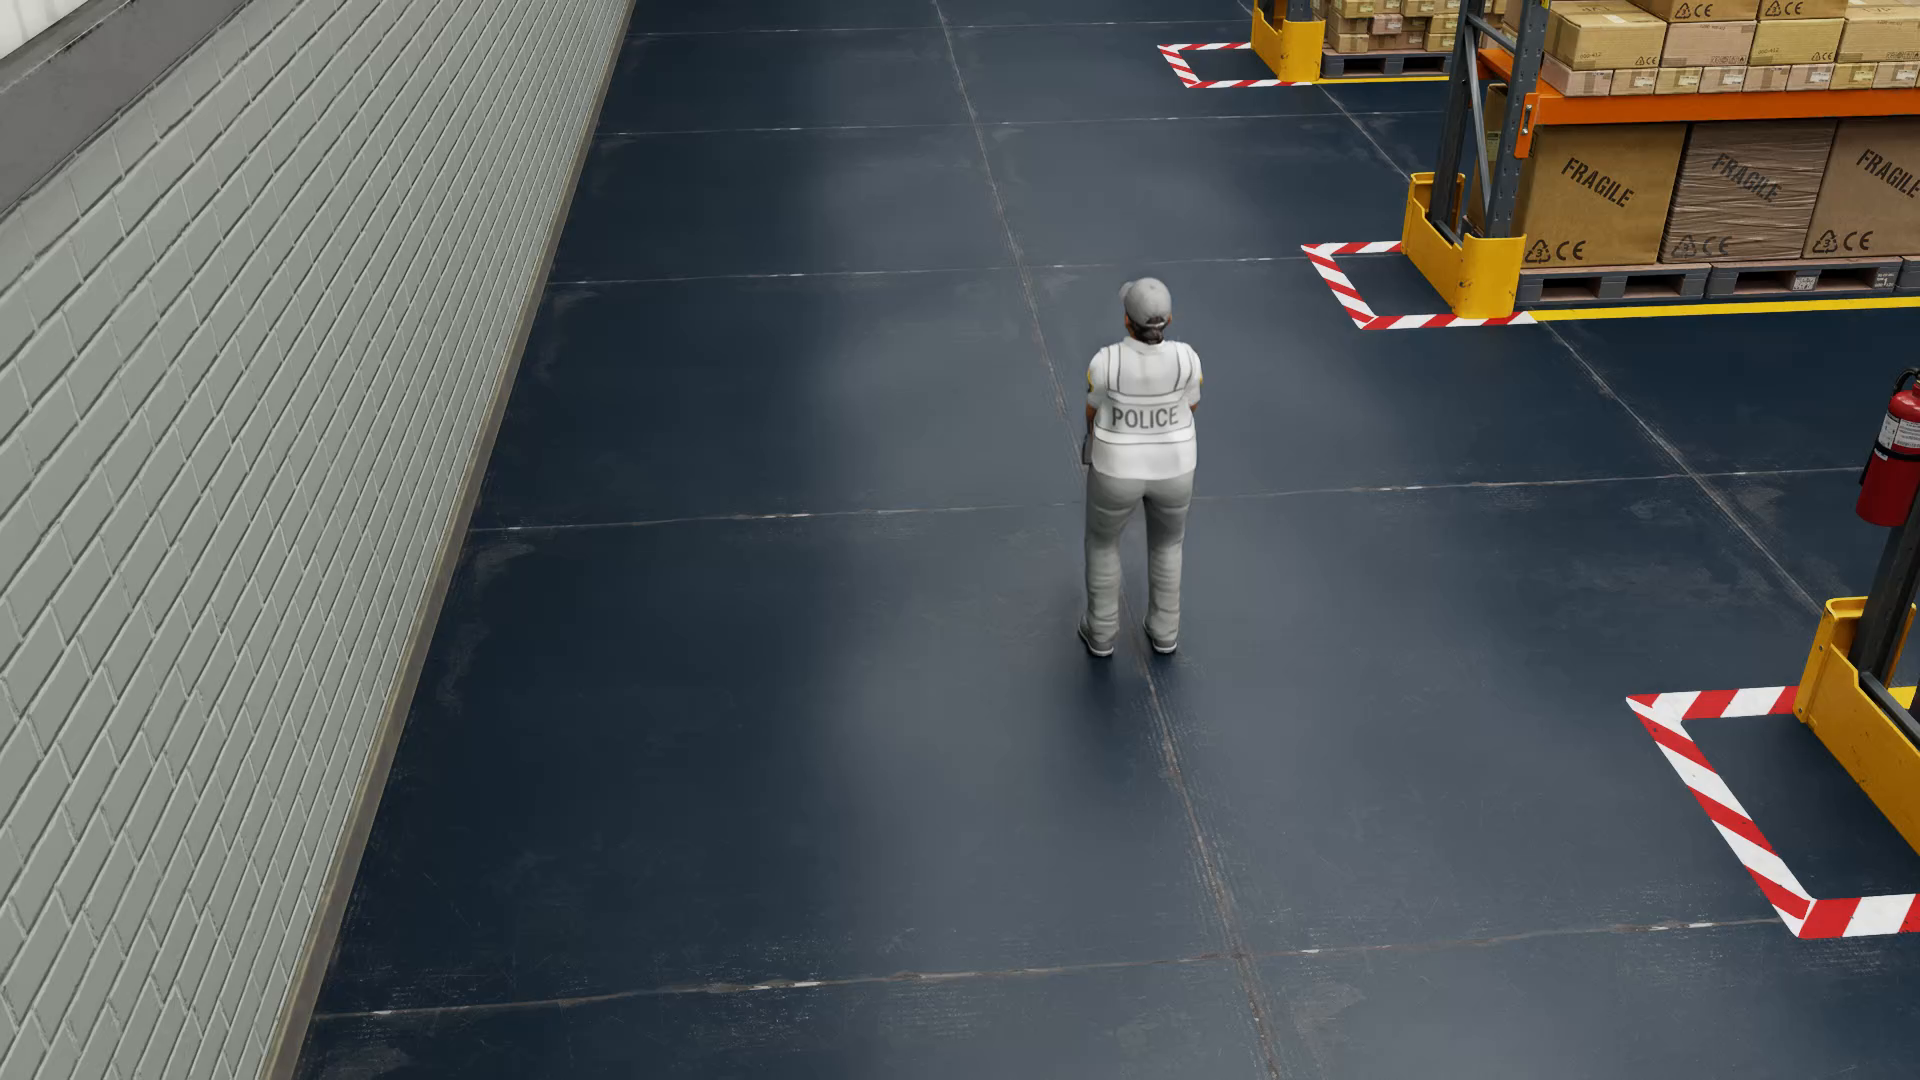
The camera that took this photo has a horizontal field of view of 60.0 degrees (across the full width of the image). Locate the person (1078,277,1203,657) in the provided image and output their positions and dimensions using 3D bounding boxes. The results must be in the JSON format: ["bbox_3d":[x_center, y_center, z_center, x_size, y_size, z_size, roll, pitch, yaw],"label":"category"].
[{"bbox_3d":[0.703,-0.316,6.662,0.454,1.655,0.541,-2,31,-4],"label":"person"}]
